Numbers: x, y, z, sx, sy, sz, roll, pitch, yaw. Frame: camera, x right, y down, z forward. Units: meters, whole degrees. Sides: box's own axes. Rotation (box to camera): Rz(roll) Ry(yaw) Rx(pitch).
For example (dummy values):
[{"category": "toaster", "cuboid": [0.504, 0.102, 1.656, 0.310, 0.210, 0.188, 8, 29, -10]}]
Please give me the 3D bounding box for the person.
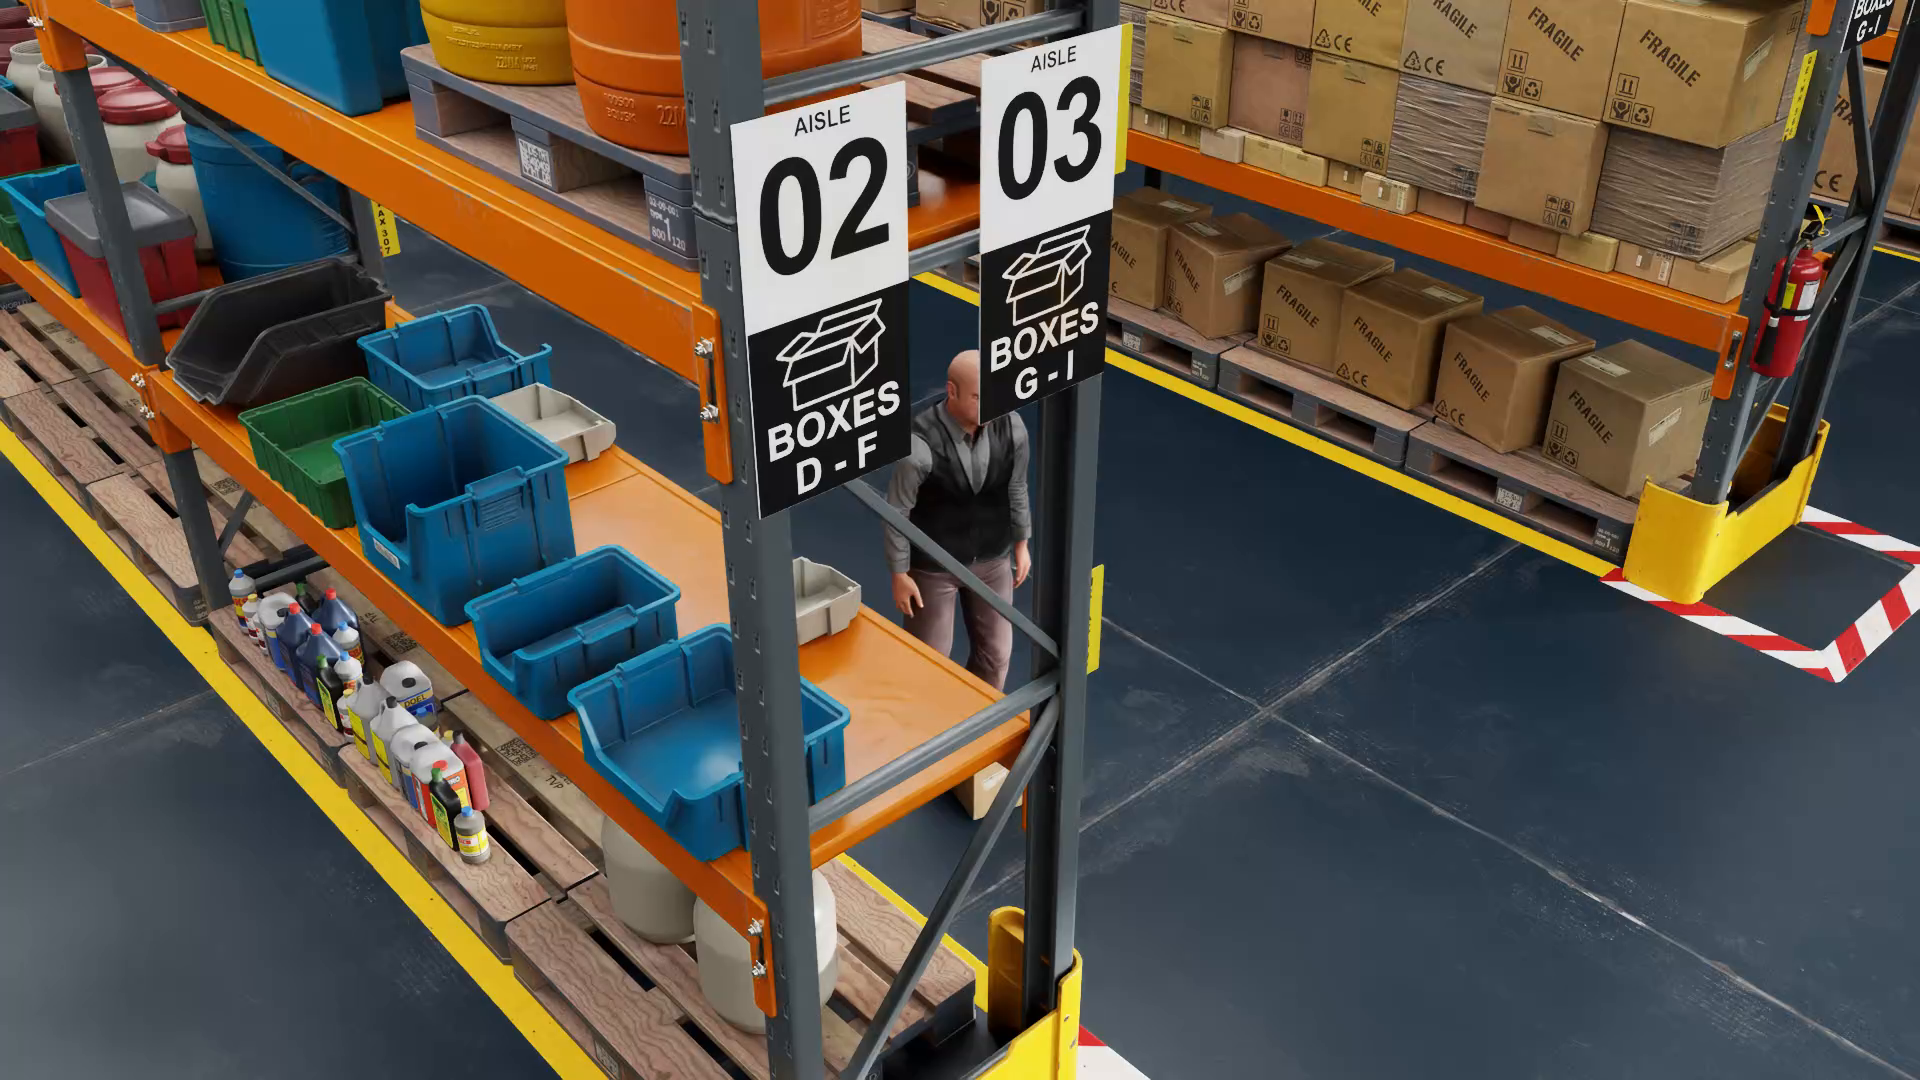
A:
[{"category": "person", "cuboid": [0.003, 0.092, 6.009, 0.586, 1.720, 0.475, -15, 35, -23]}]
